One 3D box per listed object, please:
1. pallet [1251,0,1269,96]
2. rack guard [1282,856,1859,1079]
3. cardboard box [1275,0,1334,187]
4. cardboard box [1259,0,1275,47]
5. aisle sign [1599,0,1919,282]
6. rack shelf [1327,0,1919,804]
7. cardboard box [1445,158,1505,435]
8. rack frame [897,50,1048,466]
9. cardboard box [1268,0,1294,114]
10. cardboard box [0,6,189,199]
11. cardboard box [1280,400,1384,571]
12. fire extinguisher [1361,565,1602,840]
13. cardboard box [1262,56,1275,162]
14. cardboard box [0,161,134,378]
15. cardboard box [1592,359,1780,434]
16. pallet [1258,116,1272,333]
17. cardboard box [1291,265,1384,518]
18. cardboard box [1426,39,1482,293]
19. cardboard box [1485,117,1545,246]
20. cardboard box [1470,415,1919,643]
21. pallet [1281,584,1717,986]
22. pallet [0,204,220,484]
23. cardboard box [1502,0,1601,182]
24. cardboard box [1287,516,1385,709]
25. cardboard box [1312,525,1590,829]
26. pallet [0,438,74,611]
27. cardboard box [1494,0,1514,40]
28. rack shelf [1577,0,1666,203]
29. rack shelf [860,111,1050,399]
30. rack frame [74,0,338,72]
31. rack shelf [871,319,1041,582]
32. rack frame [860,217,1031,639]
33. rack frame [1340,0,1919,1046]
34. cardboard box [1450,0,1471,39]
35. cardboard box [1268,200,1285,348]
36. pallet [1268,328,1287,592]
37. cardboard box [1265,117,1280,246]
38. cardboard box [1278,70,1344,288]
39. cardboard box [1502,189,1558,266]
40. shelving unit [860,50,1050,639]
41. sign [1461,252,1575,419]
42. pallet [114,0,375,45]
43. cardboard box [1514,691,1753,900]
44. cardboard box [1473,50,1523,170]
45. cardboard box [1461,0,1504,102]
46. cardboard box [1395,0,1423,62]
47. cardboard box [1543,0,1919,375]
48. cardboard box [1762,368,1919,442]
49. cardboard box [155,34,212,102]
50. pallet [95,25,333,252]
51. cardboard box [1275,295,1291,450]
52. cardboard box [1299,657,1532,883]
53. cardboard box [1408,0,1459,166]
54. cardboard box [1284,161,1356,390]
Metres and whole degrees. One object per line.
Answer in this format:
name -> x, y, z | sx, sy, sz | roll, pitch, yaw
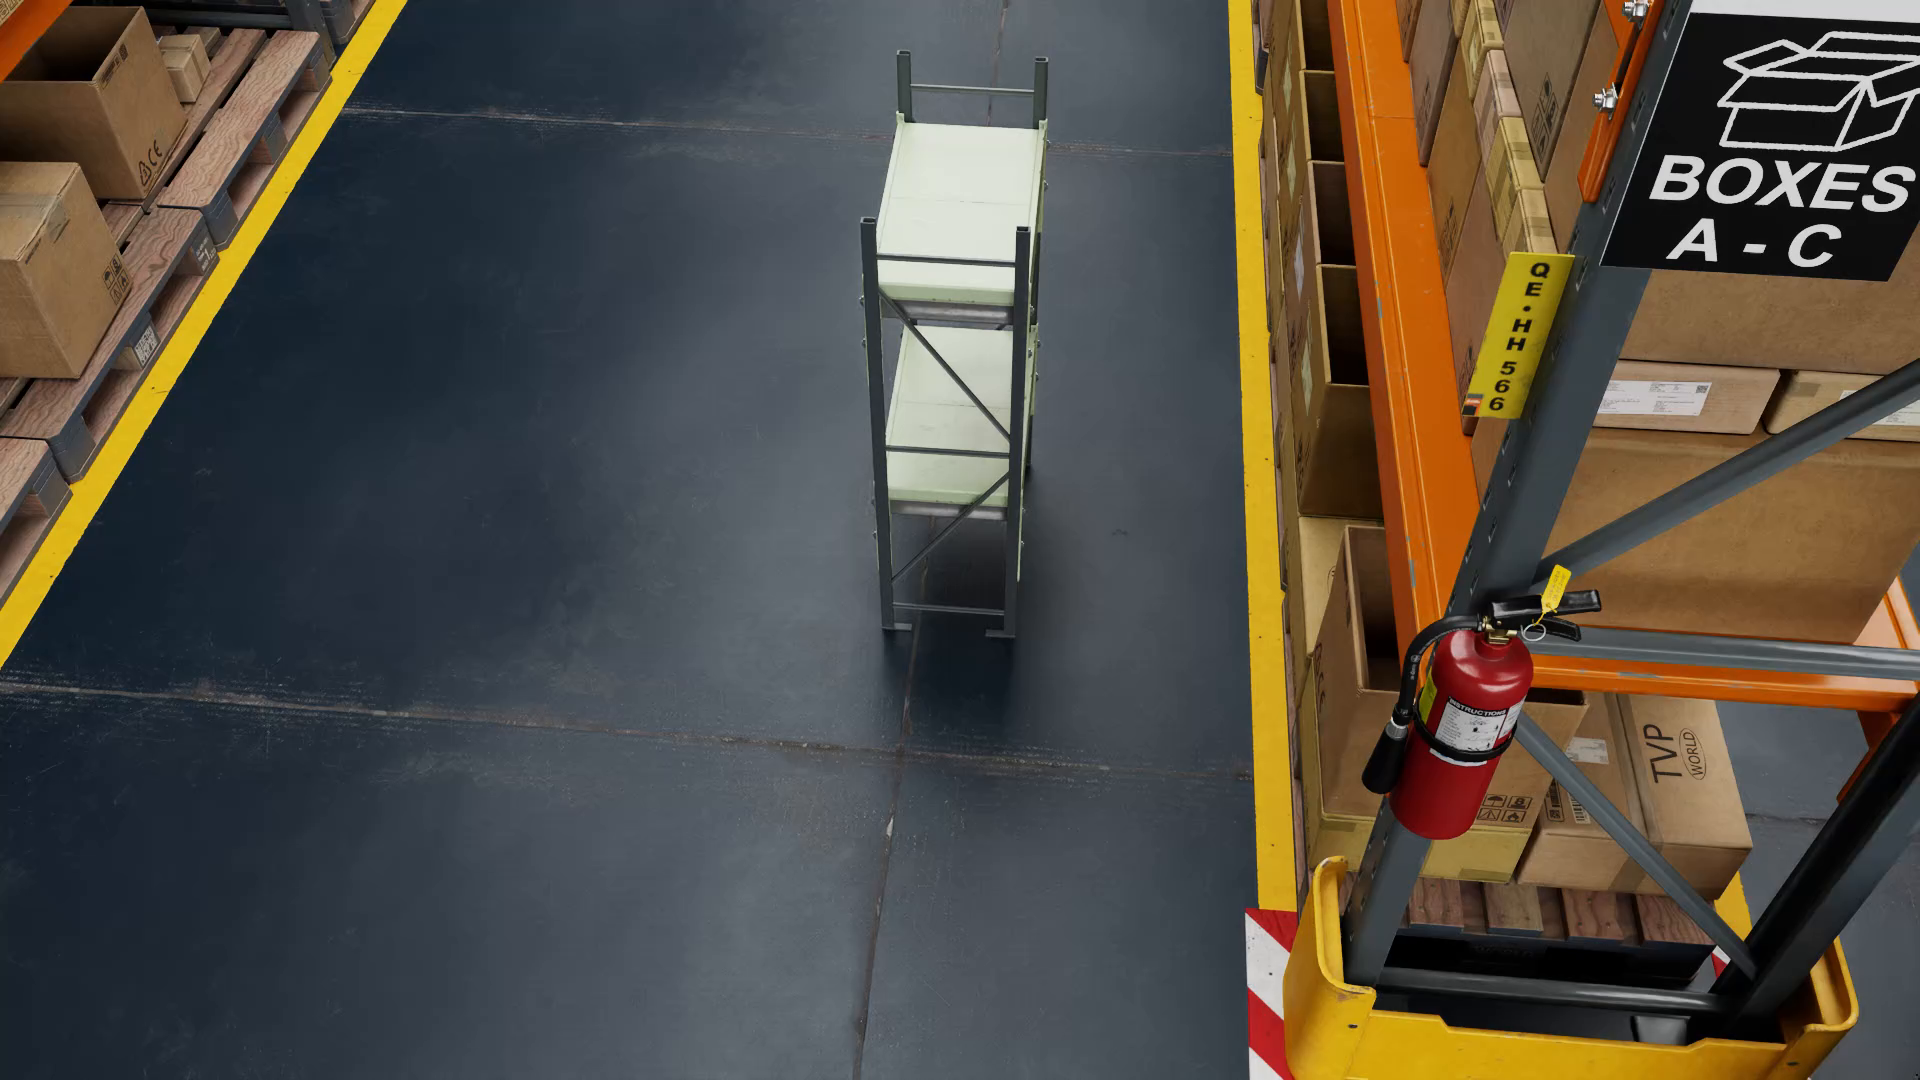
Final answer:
pallet -> 1.788, -2.333, 7.241 | 1.003, 0.211, 1.213 | 4, 48, 4
rack guard -> 1.393, 1.070, 3.932 | 1.175, 0.500, 0.348 | 4, 48, 4
cardboard box -> 1.368, -1.509, 5.668 | 0.500, 0.500, 0.500 | 4, 48, 4
cardboard box -> 1.509, -2.268, 6.871 | 0.500, 0.250, 0.500 | 3, 48, 3
aisle sign -> 1.097, -0.640, 2.041 | 0.394, 0.787, 0.004 | 4, 48, 4
rack shelf -> 1.578, -1.018, 4.636 | 1.077, 0.370, 4.000 | 4, 48, 4
cardboard box -> 1.494, -0.553, 3.655 | 0.700, 0.500, 0.500 | 5, 48, 5
rack frame -> 0.033, -0.770, 4.938 | 0.400, 1.500, 0.023 | 4, 48, 4
cardboard box -> 1.406, -1.877, 6.005 | 0.500, 0.500, 0.500 | 4, 48, 4
cardboard box -> -3.228, -1.600, 6.077 | 0.500, 0.500, 0.500 | 1, 48, 1
cardboard box -> 1.227, -0.154, 4.937 | 0.500, 0.250, 0.500 | 4, 48, 4
fire extinguisher -> 0.922, 0.291, 3.004 | 0.296, 0.674, 0.183 | 4, 48, 4
cardboard box -> 1.416, -1.624, 6.281 | 0.500, 0.250, 0.500 | 4, 48, 4
cardboard box -> -3.217, -0.883, 5.421 | 0.700, 0.500, 0.500 | 1, 48, 1
cardboard box -> 1.240, -0.337, 3.018 | 0.380, 0.149, 0.250 | 3, 48, 3
pallet -> 1.646, -1.208, 6.211 | 1.003, 0.211, 1.213 | 4, 48, 4
cardboard box -> 1.224, -0.408, 4.661 | 0.500, 0.500, 0.500 | 4, 48, 4
cardboard box -> 1.545, -0.918, 3.989 | 0.700, 0.500, 0.500 | 4, 48, 4
cardboard box -> 1.286, -0.717, 3.366 | 0.380, 0.149, 0.250 | 3, 48, 3
cardboard box -> 1.451, -0.167, 3.302 | 0.700, 0.500, 0.500 | 4, 48, 4
pallet -> 1.423, 0.585, 4.571 | 1.003, 0.211, 1.213 | 4, 48, 4
pallet -> -3.308, -0.725, 5.770 | 1.003, 0.211, 1.213 | 4, 48, 4
cardboard box -> 1.498, -1.030, 3.213 | 0.700, 0.500, 0.500 | 3, 48, 3
cardboard box -> 1.184, 0.213, 4.601 | 0.500, 0.250, 0.500 | 4, 48, 4
cardboard box -> 1.148, 0.328, 3.988 | 0.500, 0.500, 0.500 | 4, 48, 4
pallet -> -3.422, 0.169, 4.952 | 1.003, 0.211, 1.213 | 4, 48, 4
cardboard box -> 1.543, -1.401, 3.552 | 0.700, 0.500, 0.500 | 4, 48, 4
rack shelf -> 1.578, -2.030, 3.529 | 1.077, 0.370, 4.000 | 4, 48, 4
rack shelf -> -0.001, -0.765, 4.404 | 0.431, 0.370, 0.720 | 4, 48, 4
rack frame -> -3.173, -3.061, 6.017 | 1.000, 3.000, 0.127 | 4, 48, 4
rack shelf -> -0.001, -0.281, 4.933 | 0.431, 0.370, 0.720 | 4, 48, 4
rack frame -> -0.034, -0.232, 4.446 | 0.400, 1.500, 0.023 | 4, 48, 4
rack frame -> 1.395, 0.209, 3.026 | 1.000, 3.000, 0.127 | 4, 48, 4
cardboard box -> 1.357, -1.289, 3.889 | 0.380, 0.149, 0.250 | 5, 48, 5
cardboard box -> 1.314, -0.889, 5.609 | 0.500, 0.250, 0.500 | 4, 48, 4
pallet -> 1.537, -0.309, 5.389 | 1.003, 0.211, 1.213 | 4, 48, 4
cardboard box -> 1.365, -1.256, 5.945 | 0.500, 0.250, 0.500 | 4, 48, 4
cardboard box -> 1.315, -1.142, 5.333 | 0.500, 0.500, 0.500 | 4, 48, 4
cardboard box -> 1.263, -0.530, 3.194 | 0.380, 0.149, 0.250 | 5, 48, 5
shelving unit -> -0.001, -0.501, 4.692 | 0.431, 1.500, 0.755 | 4, 48, 4
sign -> 0.856, -0.308, 2.554 | 0.100, 0.325, 0.005 | 4, 48, 4
pallet -> -3.104, -2.692, 7.569 | 1.003, 0.211, 1.213 | 4, 48, 4
cardboard box -> 1.666, 0.616, 4.232 | 0.500, 0.250, 0.500 | 4, 48, 4
cardboard box -> 1.311, -0.902, 3.535 | 0.380, 0.149, 0.250 | 4, 48, 4
cardboard box -> 1.335, -1.095, 3.712 | 0.380, 0.149, 0.250 | 5, 48, 5
cardboard box -> 1.635, -1.681, 4.687 | 0.700, 0.500, 0.500 | 5, 48, 4
cardboard box -> 1.455, -0.644, 2.859 | 0.700, 0.500, 0.500 | 4, 48, 4
cardboard box -> 1.646, -0.317, 3.000 | 0.380, 0.149, 0.250 | 4, 48, 3
cardboard box -> -3.192, -1.858, 6.538 | 0.380, 0.166, 0.250 | -2, 48, -2
pallet -> -3.199, -1.624, 6.592 | 1.003, 0.211, 1.213 | 4, 48, 4
cardboard box -> 1.275, -0.522, 5.273 | 0.500, 0.250, 0.500 | 4, 48, 4
cardboard box -> 1.150, 0.581, 4.264 | 0.500, 0.250, 0.500 | 4, 48, 4
cardboard box -> 1.589, -1.305, 4.343 | 0.700, 0.500, 0.500 | 5, 48, 5
cardboard box -> 1.271, -0.775, 4.997 | 0.500, 0.500, 0.500 | 4, 48, 4
